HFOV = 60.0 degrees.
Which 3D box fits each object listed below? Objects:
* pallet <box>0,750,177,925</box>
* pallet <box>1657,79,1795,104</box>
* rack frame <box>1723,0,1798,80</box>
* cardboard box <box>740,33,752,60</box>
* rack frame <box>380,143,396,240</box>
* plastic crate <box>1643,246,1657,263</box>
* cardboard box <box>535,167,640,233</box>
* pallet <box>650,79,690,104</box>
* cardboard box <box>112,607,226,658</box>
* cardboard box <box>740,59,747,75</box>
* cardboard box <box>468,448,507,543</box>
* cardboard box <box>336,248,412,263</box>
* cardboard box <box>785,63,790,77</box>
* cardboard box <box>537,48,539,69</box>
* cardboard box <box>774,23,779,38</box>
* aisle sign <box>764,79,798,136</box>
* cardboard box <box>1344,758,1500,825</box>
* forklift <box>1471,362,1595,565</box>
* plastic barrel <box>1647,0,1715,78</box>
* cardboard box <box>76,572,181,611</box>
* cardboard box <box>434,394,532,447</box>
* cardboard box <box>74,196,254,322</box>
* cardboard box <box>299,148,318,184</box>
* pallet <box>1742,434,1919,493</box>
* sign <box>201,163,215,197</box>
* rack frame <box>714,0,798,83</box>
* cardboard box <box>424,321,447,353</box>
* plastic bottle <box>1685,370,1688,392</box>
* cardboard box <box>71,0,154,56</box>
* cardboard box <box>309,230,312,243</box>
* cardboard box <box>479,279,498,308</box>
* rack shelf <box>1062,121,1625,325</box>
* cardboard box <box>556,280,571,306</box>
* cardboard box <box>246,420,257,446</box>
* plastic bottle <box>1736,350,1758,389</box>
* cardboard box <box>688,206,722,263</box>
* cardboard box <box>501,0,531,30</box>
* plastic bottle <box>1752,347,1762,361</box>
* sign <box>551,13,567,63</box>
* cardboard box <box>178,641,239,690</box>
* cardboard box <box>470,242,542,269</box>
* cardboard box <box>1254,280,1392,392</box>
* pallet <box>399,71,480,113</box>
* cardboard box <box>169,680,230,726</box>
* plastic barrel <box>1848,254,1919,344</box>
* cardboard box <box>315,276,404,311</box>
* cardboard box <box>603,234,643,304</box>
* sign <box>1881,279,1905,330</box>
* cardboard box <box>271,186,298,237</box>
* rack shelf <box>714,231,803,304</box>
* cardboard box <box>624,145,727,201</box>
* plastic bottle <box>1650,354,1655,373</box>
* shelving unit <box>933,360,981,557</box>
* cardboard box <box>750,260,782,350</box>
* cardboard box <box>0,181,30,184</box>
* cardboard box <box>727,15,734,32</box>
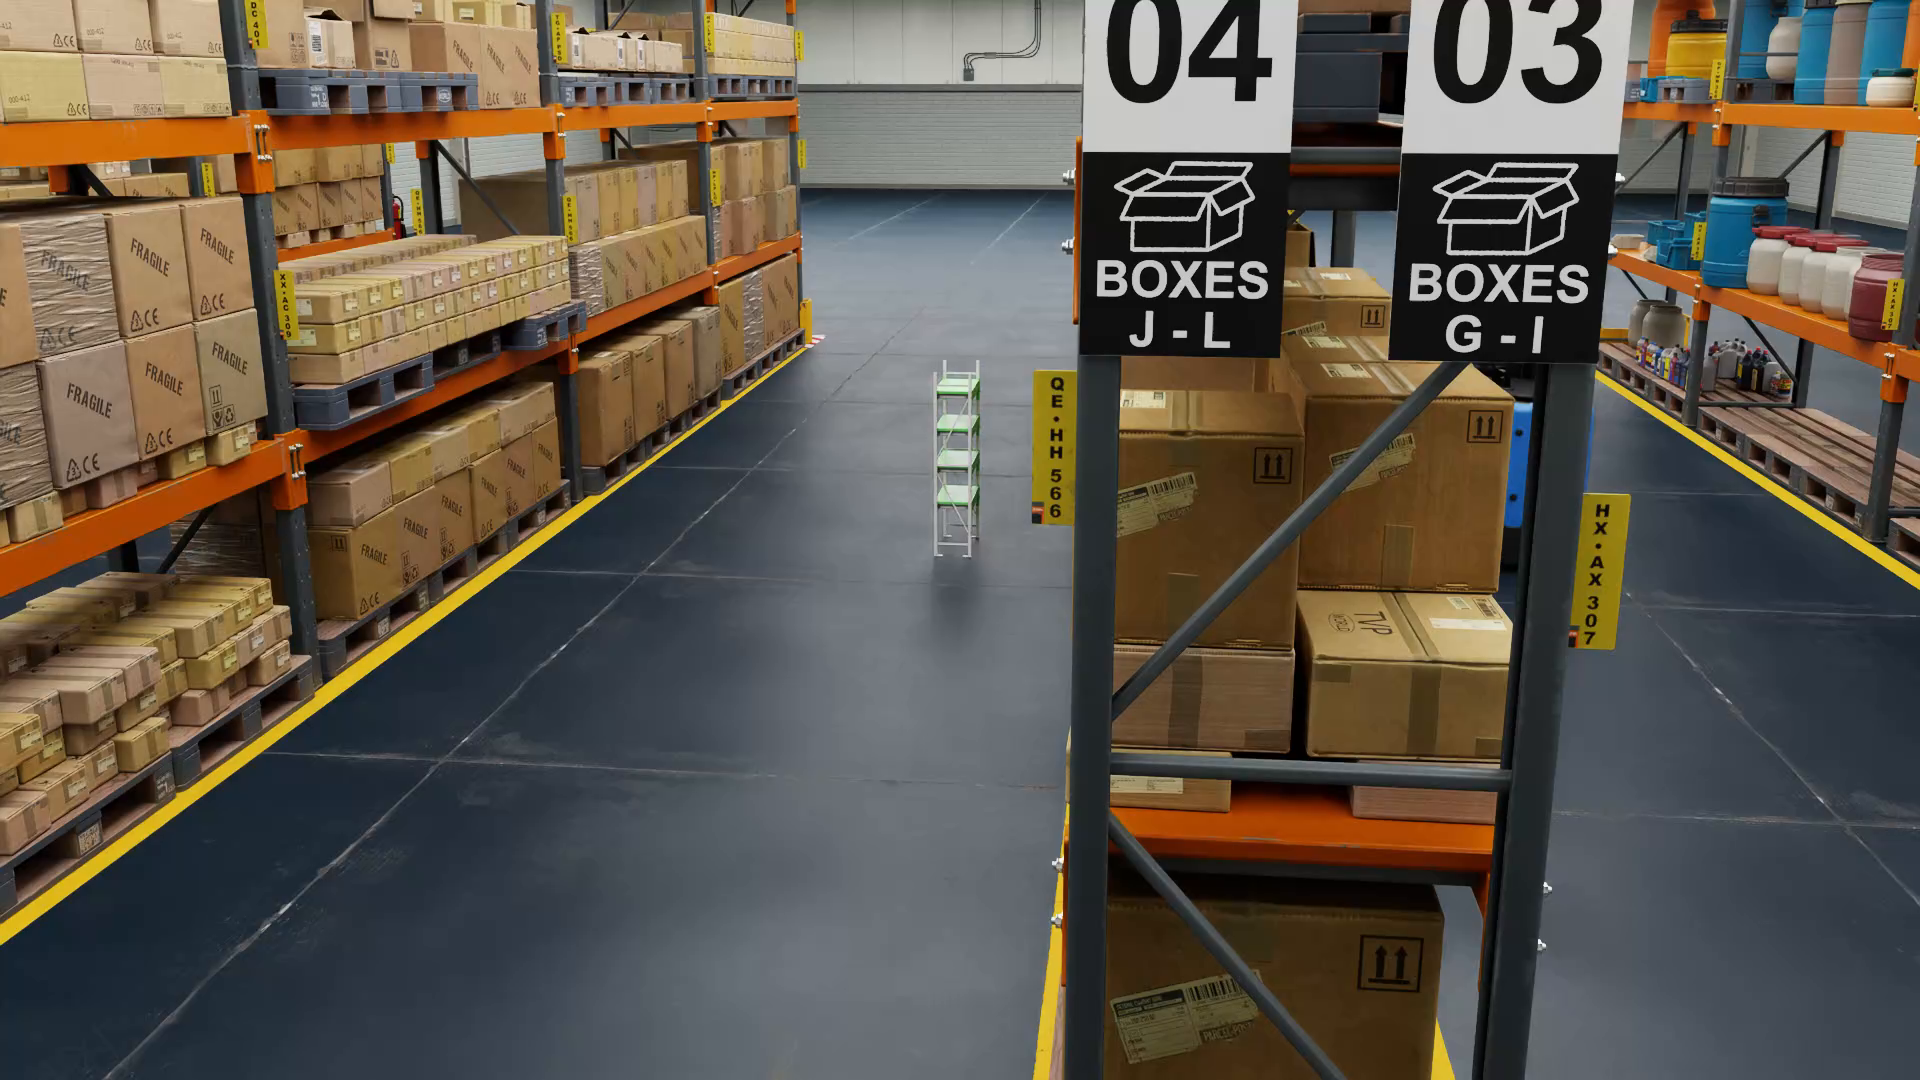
[{"bbox_3d":[-3.903,1.132,6.570,1.003,0.211,1.213,2,15,6],"label":"pallet"},{"bbox_3d":[6.998,-4.010,14.860,1.213,0.211,1.003,2,15,6],"label":"pallet"},{"bbox_3d":[7.013,-5.359,13.741,1.000,3.000,0.127,2,15,6],"label":"rack frame"},{"bbox_3d":[-2.380,-4.932,16.629,0.500,0.250,0.500,2,15,6],"label":"cardboard box"},{"bbox_3d":[-7.303,-3.938,19.980,1.000,3.000,0.127,2,15,6],"label":"rack frame"},{"bbox_3d":[6.945,-2.764,16.144,0.530,0.136,0.437,2,15,6],"label":"plastic crate"},{"bbox_3d":[-3.047,-2.788,13.618,0.700,0.500,0.500,2,15,6],"label":"cardboard box"},{"bbox_3d":[-2.879,-3.898,14.450,0.805,0.209,1.217,1,15,4],"label":"pallet"},{"bbox_3d":[-3.520,0.412,7.409,0.380,0.149,0.250,2,15,6],"label":"cardboard box"},{"bbox_3d":[-2.333,-4.707,16.563,0.380,0.149,0.250,1,15,5],"label":"cardboard box"},{"bbox_3d":[-3.197,-0.289,10.469,0.500,0.500,0.500,1,15,4],"label":"cardboard box"},{"bbox_3d":[-3.640,-1.726,10.336,0.380,0.149,0.250,2,15,9],"label":"cardboard box"},{"bbox_3d":[-2.104,-5.235,18.513,0.380,0.149,0.250,2,15,7],"label":"cardboard box"},{"bbox_3d":[-3.080,-3.403,11.740,0.380,0.149,0.250,1,15,4],"label":"cardboard box"},{"bbox_3d":[-2.161,-5.485,17.913,0.380,0.149,0.250,2,15,7],"label":"cardboard box"},{"bbox_3d":[-2.067,-5.083,19.233,0.394,0.787,0.004,2,15,6],"label":"aisle sign"},{"bbox_3d":[1.106,0.542,3.891,0.380,0.149,0.250,2,15,7],"label":"cardboard box"},{"bbox_3d":[3.547,-1.586,11.412,1.130,2.935,3.031,2,15,8],"label":"forklift"},{"bbox_3d":[7.536,-5.229,17.378,0.600,0.830,0.708,2,15,6],"label":"plastic barrel"},{"bbox_3d":[-3.972,0.263,7.959,0.380,0.149,0.250,2,15,9],"label":"cardboard box"},{"bbox_3d":[-3.139,-0.785,10.868,0.500,0.250,0.500,2,15,7],"label":"cardboard box"},{"bbox_3d":[-3.512,-1.251,7.365,0.500,0.500,0.500,1,15,4],"label":"cardboard box"},{"bbox_3d":[-7.358,-4.082,17.835,0.700,0.500,0.500,2,15,6],"label":"cardboard box"},{"bbox_3d":[6.828,-0.595,12.957,1.003,0.211,1.213,2,15,6],"label":"pallet"},{"bbox_3d":[-7.203,-3.444,15.935,0.100,0.325,0.005,2,15,6],"label":"sign"},{"bbox_3d":[-2.374,-6.715,18.754,1.000,3.000,0.127,2,15,6],"label":"rack frame"},{"bbox_3d":[-3.111,-1.144,9.324,0.380,0.149,0.250,1,15,4],"label":"cardboard box"},{"bbox_3d":[6.740,-1.499,15.319,0.061,0.283,0.133,2,15,9],"label":"plastic bottle"},{"bbox_3d":[-3.597,-2.061,6.622,0.500,0.250,0.500,1,15,4],"label":"cardboard box"},{"bbox_3d":[-7.325,-3.318,18.166,0.380,0.149,0.250,2,15,6],"label":"cardboard box"},{"bbox_3d":[-3.023,-1.493,10.042,0.380,0.149,0.250,2,15,8],"label":"cardboard box"},{"bbox_3d":[0.964,-1.116,5.174,1.077,0.370,4.000,2,15,6],"label":"rack shelf"},{"bbox_3d":[-2.875,-1.684,11.319,0.380,0.149,0.250,2,15,7],"label":"cardboard box"},{"bbox_3d":[-3.527,-0.504,7.761,0.380,0.149,0.250,2,15,6],"label":"cardboard box"},{"bbox_3d":[7.373,-1.598,15.557,0.144,0.351,0.185,2,15,6],"label":"plastic bottle"},{"bbox_3d":[-2.795,-2.950,16.036,0.875,0.550,0.550,2,15,6],"label":"cardboard box"},{"bbox_3d":[-3.064,-3.497,10.943,0.396,0.266,0.258,2,15,6],"label":"cardboard box"},{"bbox_3d":[7.538,-1.643,15.723,0.144,0.351,0.185,1,15,4],"label":"plastic bottle"},{"bbox_3d":[-2.737,-3.425,11.344,0.100,0.325,0.005,2,15,6],"label":"sign"},{"bbox_3d":[-3.478,0.555,7.449,0.380,0.149,0.250,1,15,4],"label":"cardboard box"},{"bbox_3d":[-2.936,-1.839,10.753,0.380,0.149,0.250,2,15,8],"label":"cardboard box"},{"bbox_3d":[1.342,-0.710,6.323,0.500,0.500,0.500,2,15,7],"label":"cardboard box"},{"bbox_3d":[-3.438,-2.490,9.236,1.213,0.211,1.003,2,15,6],"label":"pallet"},{"bbox_3d":[-3.511,0.714,7.431,0.380,0.149,0.250,1,15,4],"label":"cardboard box"},{"bbox_3d":[6.313,-1.620,11.148,0.600,0.536,0.708,2,15,6],"label":"plastic barrel"},{"bbox_3d":[-3.169,-1.302,8.769,0.380,0.149,0.250,2,15,7],"label":"cardboard box"},{"bbox_3d":[-2.845,-2.163,13.224,0.500,0.500,0.500,2,15,6],"label":"cardboard box"},{"bbox_3d":[6.015,-1.519,10.719,0.100,0.325,0.005,2,15,6],"label":"sign"},{"bbox_3d":[-7.325,-3.459,17.447,0.500,0.500,0.500,2,15,6],"label":"cardboard box"},{"bbox_3d":[-2.599,-2.953,17.713,1.077,0.370,4.000,2,15,6],"label":"rack shelf"},{"bbox_3d":[-2.803,-3.616,16.431,0.875,0.550,0.550,2,15,6],"label":"cardboard box"},{"bbox_3d":[6.889,-1.760,16.444,0.097,0.201,0.097,0,15,0],"label":"plastic bottle"},{"bbox_3d":[-0.019,-0.536,10.847,0.258,1.200,0.503,2,15,6],"label":"shelving unit"},{"bbox_3d":[-2.482,-2.590,18.258,0.875,0.875,0.875,1,15,5],"label":"cardboard box"},{"bbox_3d":[-8.265,-2.791,14.171,0.500,0.500,0.500,1,15,4],"label":"cardboard box"},{"bbox_3d":[-2.390,-4.960,15.970,0.380,0.149,0.250,2,15,6],"label":"cardboard box"}]
